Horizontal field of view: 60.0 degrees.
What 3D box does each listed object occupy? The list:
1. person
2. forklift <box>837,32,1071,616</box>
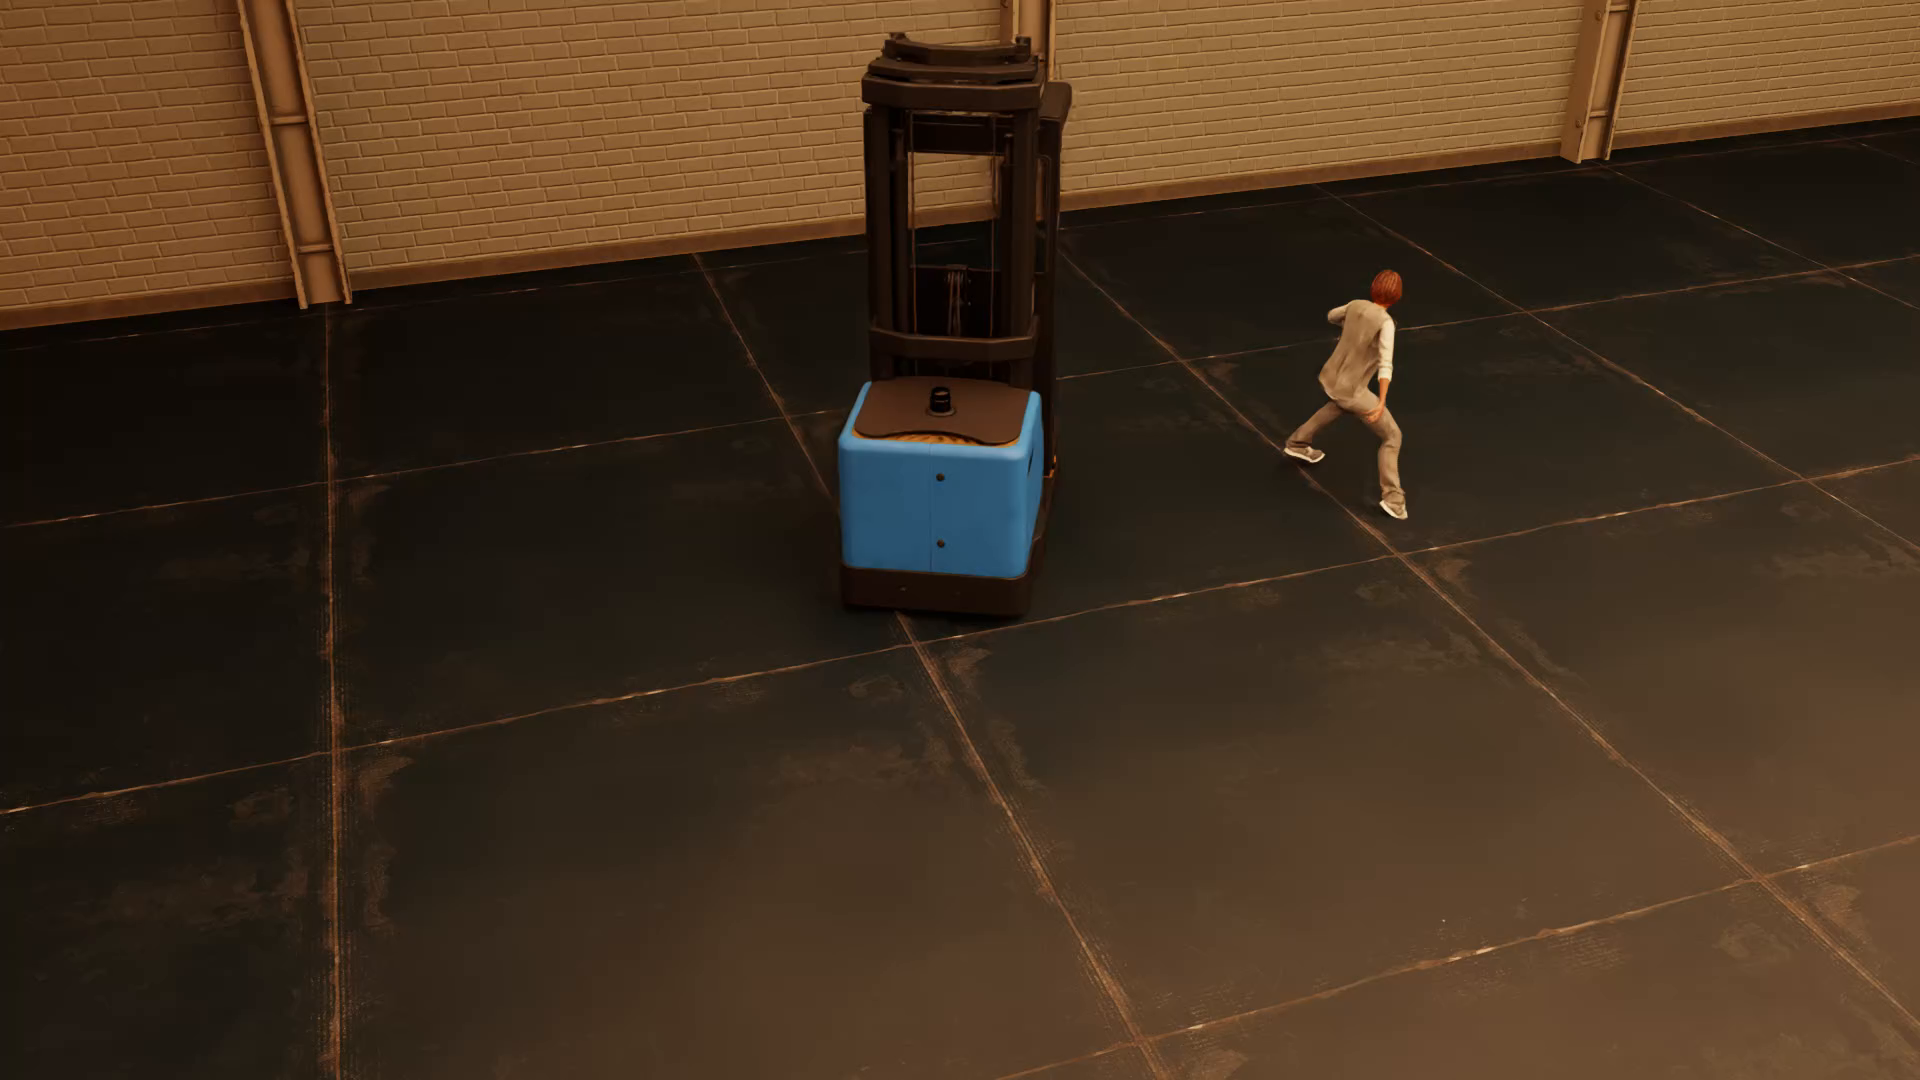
[{"bbox_3d":[2.475,-0.904,10.244,0.508,1.525,0.957,-9,31,-15],"label":"person"},{"bbox_3d":[0.047,-1.565,9.806,1.130,2.935,3.031,4,30,7],"label":"forklift"}]
